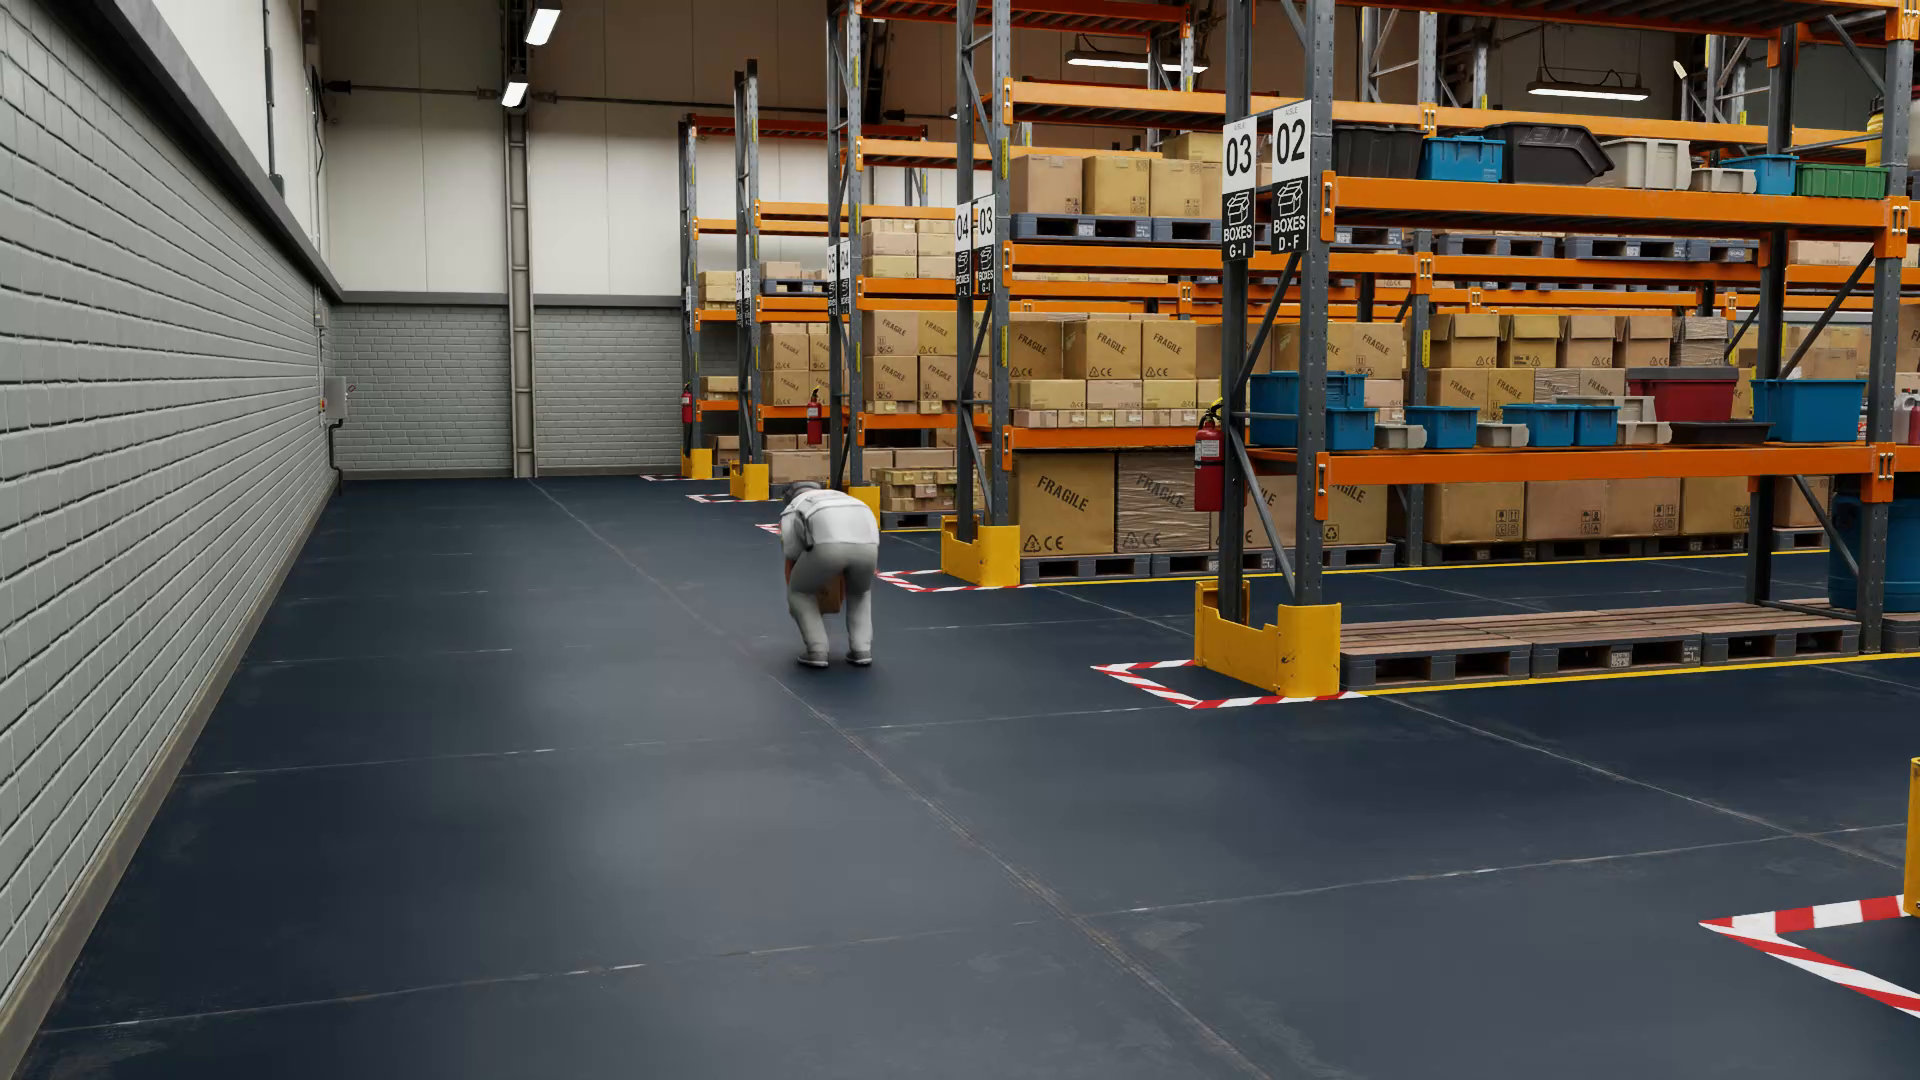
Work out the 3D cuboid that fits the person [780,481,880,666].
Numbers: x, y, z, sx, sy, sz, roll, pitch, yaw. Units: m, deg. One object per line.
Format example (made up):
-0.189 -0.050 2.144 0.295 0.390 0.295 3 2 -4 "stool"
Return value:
-0.821 0.201 10.217 0.535 1.072 1.033 -2 6 -21 "person"
